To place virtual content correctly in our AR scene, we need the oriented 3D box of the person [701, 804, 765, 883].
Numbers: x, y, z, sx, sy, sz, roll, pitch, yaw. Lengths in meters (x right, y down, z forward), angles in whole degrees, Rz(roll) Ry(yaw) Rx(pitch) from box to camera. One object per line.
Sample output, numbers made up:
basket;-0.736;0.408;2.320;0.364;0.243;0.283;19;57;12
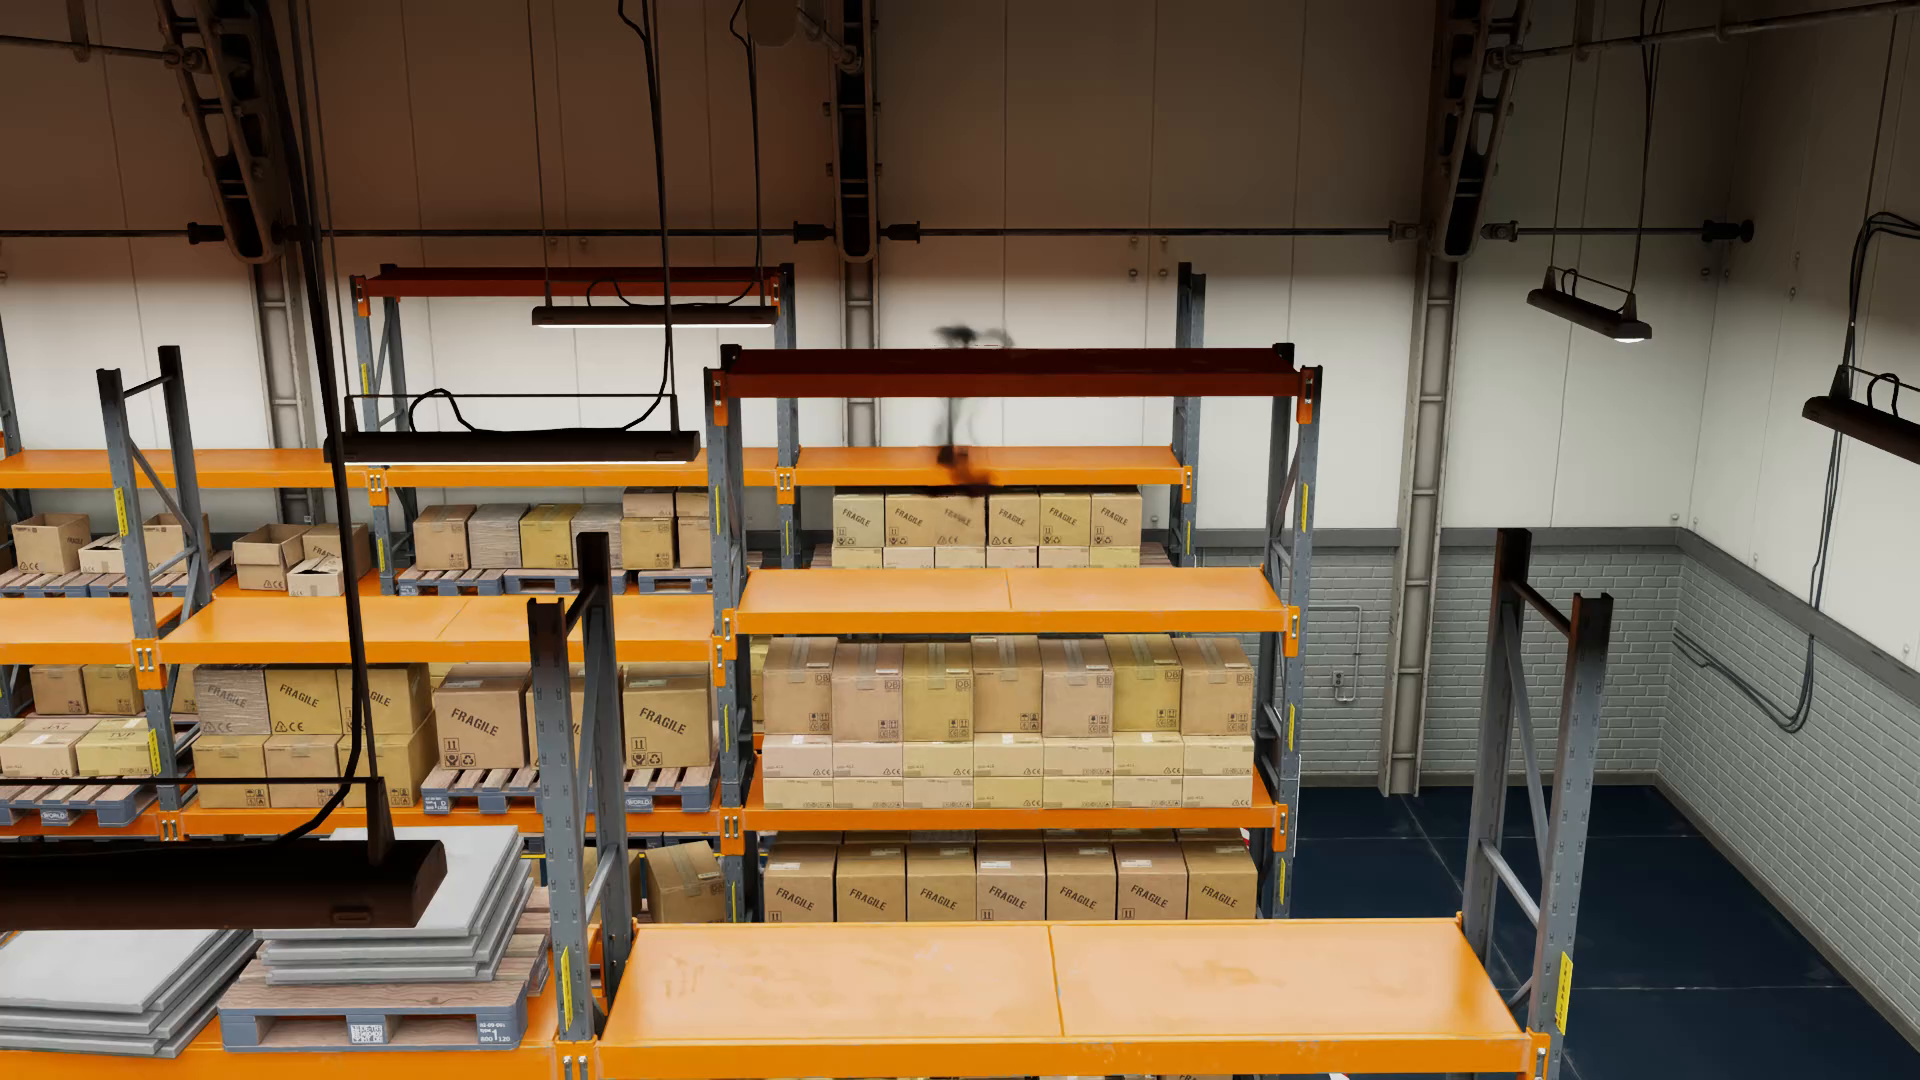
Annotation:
person;-2.023;2.888;15.724;1.058;1.711;0.744;-4;17;-14
